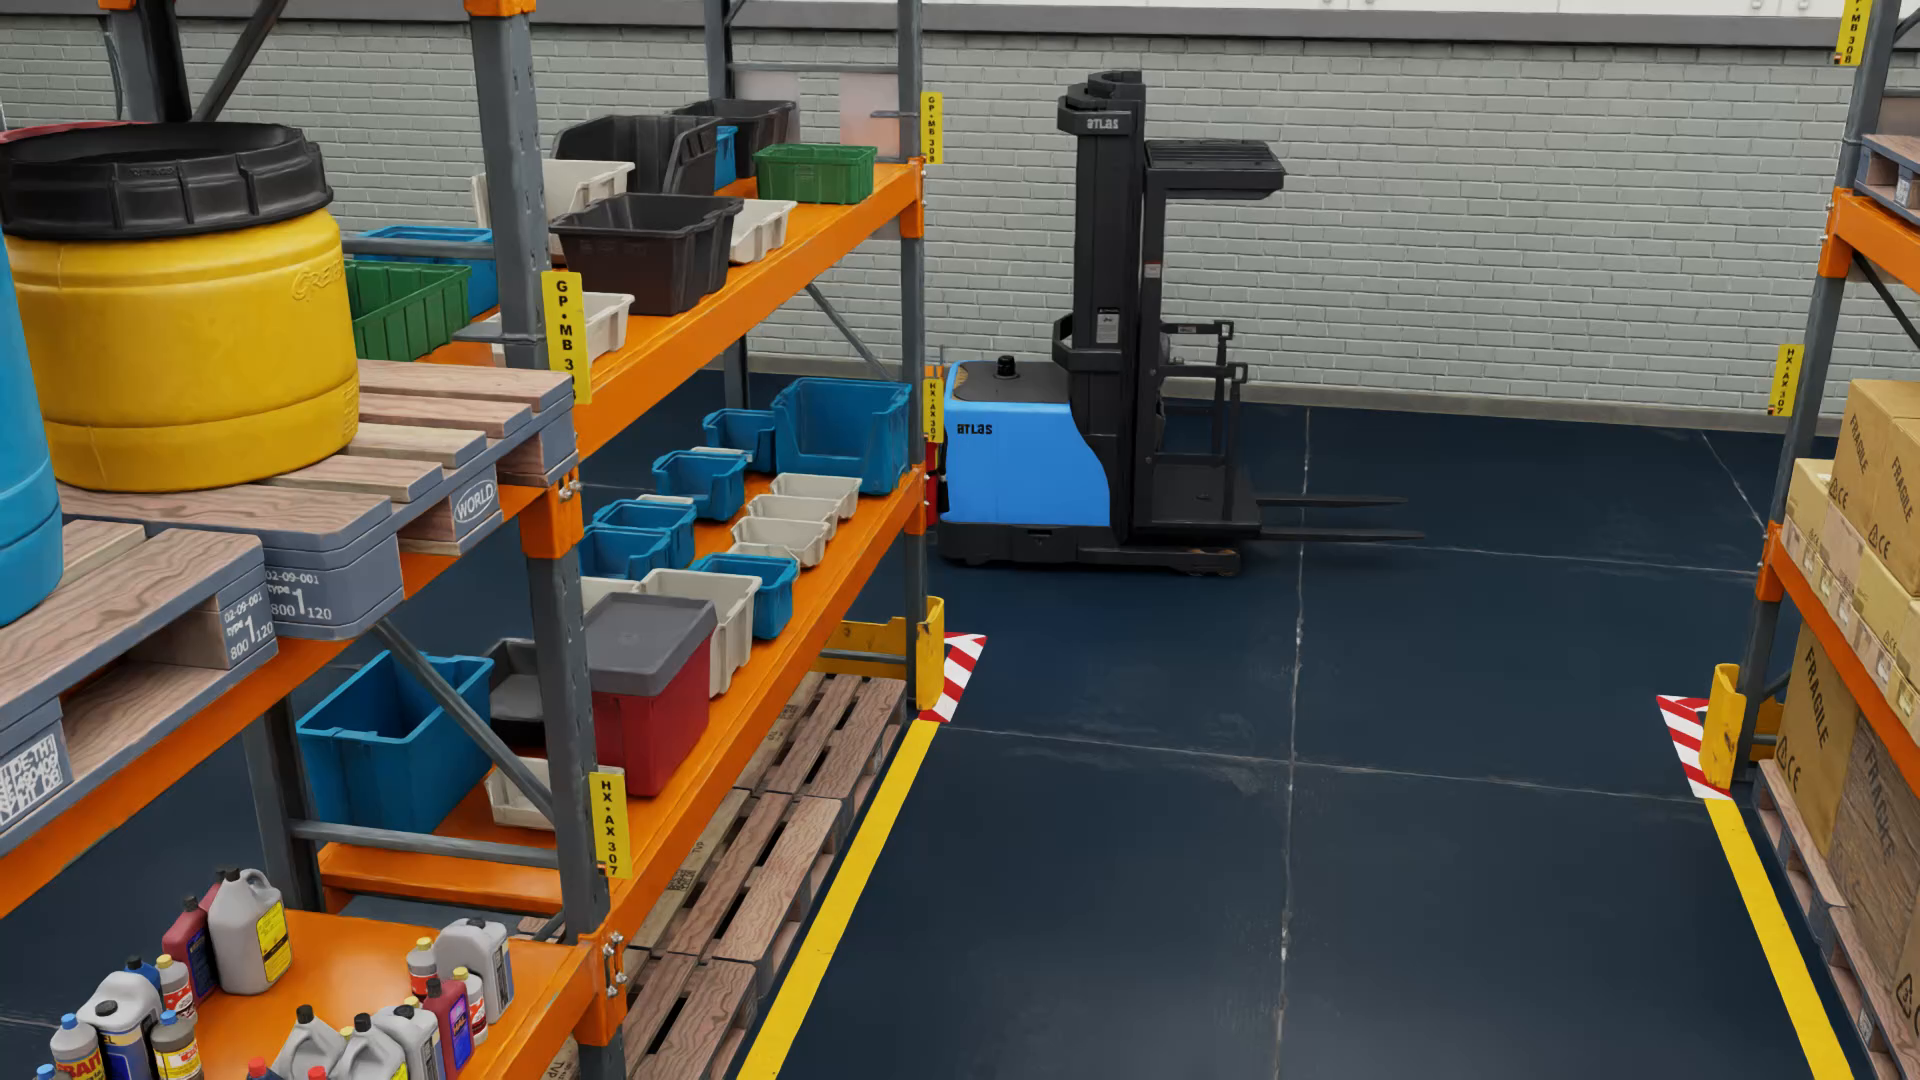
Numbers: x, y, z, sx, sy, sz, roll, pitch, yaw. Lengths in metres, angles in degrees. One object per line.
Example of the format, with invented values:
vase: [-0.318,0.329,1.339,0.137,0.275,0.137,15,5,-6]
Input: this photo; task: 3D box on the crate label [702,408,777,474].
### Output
crate label: [-1.046,-0.482,8.179,0.416,0.233,0.303,4,22,11]

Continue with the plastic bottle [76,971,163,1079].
plastic bottle: [-2.031,1.197,4.031,0.152,0.276,0.135,4,22,11]

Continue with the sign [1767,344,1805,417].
sign: [3.634,-0.702,7.317,0.100,0.325,0.005,4,22,11]

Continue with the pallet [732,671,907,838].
pallet: [-0.879,0.995,8.100,1.003,0.211,1.213,4,22,11]

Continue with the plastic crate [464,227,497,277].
plastic crate: [-1.602,-0.897,5.404,0.293,0.136,0.466,4,22,11]

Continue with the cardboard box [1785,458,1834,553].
cardboard box: [3.814,-0.133,6.971,0.500,0.250,0.500,4,22,9]

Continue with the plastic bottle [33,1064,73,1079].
plastic bottle: [-2.102,1.308,3.857,0.097,0.201,0.097,0,22,0]

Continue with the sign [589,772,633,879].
sign: [-0.951,0.780,4.531,0.100,0.325,0.005,4,22,11]

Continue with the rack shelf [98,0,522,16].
rack shelf: [-1.897,-0.666,1.961,1.077,0.370,4.000,4,22,11]

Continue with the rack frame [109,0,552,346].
rack frame: [-1.489,-1.917,3.568,1.000,3.000,0.127,4,22,11]

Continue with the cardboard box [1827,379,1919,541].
cardboard box: [3.712,-0.298,6.377,0.500,0.500,0.500,4,22,10]

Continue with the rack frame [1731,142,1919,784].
rack frame: [4.176,-0.220,7.383,1.000,3.000,0.127,4,22,11]

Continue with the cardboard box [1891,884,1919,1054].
cardboard box: [3.756,1.470,5.471,0.875,0.875,0.875,4,22,11]

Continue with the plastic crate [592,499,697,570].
plastic crate: [-1.314,-0.001,6.983,0.416,0.233,0.300,4,22,11]

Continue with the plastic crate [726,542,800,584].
plastic crate: [-0.810,0.128,6.794,0.298,0.136,0.250,4,22,11]

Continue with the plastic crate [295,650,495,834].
plastic crate: [-1.728,0.649,5.169,0.392,0.384,0.575,4,22,11]

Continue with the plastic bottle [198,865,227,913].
plastic bottle: [-1.982,1.022,4.458,0.061,0.283,0.133,4,22,11]

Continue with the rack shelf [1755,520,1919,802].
rack shelf: [3.768,0.846,5.702,1.077,0.370,4.000,4,22,11]

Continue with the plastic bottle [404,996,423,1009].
plastic bottle: [-1.337,1.215,4.087,0.097,0.201,0.097,0,22,0]

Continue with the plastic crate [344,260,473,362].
plastic crate: [-1.699,-0.605,4.610,0.450,0.188,0.662,4,22,11]

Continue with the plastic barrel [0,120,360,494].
plastic barrel: [-1.477,-0.458,3.147,0.600,0.588,0.600,0,22,0]

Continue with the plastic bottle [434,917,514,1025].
plastic bottle: [-1.253,1.092,4.293,0.152,0.276,0.135,4,22,11]

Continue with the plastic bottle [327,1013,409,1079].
plastic bottle: [-1.356,1.250,3.801,0.144,0.351,0.185,4,22,11]

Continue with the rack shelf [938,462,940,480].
rack shelf: [-0.246,-0.377,10.895,0.258,0.148,0.480,1,22,4]

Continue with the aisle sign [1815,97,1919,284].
aisle sign: [3.897,-1.475,7.020,0.394,0.787,0.004,4,22,11]

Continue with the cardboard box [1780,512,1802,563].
cardboard box: [3.780,0.002,7.170,0.380,0.149,0.250,5,22,12]

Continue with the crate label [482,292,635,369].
crate label: [-1.106,-0.560,4.567,0.293,0.136,0.466,4,22,11]

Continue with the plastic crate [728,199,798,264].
plastic crate: [-0.852,-1.092,5.886,0.437,0.136,0.530,4,22,11]

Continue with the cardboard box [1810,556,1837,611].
cardboard box: [3.678,0.189,6.705,0.380,0.149,0.250,4,22,10]

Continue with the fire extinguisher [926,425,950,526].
fire extinguisher: [-0.197,-0.409,8.456,0.296,0.674,0.183,4,22,11]

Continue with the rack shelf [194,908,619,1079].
rack shelf: [-1.897,1.931,3.007,1.077,0.370,4.000,4,22,11]

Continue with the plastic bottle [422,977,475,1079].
plastic bottle: [-1.256,1.177,4.073,0.061,0.283,0.133,4,22,11]

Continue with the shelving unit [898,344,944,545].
shelving unit: [-0.247,-0.624,10.796,0.258,1.200,0.503,1,22,4]

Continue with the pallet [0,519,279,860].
pallet: [-1.782,0.271,2.403,1.003,0.211,1.213,4,22,11]

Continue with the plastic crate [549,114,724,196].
plastic crate: [-1.254,-1.422,6.437,0.504,0.338,0.767,4,22,11]

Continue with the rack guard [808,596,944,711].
rack guard: [-0.681,0.553,8.812,1.175,0.500,0.348,4,22,11]

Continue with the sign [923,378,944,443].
sign: [-0.131,-0.637,8.201,0.100,0.325,0.005,4,22,11]

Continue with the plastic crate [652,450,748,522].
plastic crate: [-1.180,-0.241,7.581,0.416,0.233,0.300,4,22,11]

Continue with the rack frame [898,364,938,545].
rack frame: [-0.263,-0.533,10.570,0.240,1.200,0.015,1,22,4]

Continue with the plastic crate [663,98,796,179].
plastic crate: [-1.024,-1.808,7.488,0.497,0.269,0.590,4,22,11]

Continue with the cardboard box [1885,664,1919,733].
cardboard box: [3.468,0.564,5.773,0.380,0.149,0.250,4,22,10]

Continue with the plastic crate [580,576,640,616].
plastic crate: [-1.428,0.301,6.365,0.293,0.136,0.466,4,22,11]

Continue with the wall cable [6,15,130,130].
wall cable: [-8.868,-4.736,14.724,3.097,2.526,0.112,4,22,11]

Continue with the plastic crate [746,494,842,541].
plastic crate: [-0.735,-0.086,7.324,0.396,0.136,0.243,4,22,11]

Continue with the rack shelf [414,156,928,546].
rack shelf: [-1.081,-0.923,6.079,1.077,0.370,4.000,4,22,11]

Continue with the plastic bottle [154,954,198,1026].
plastic bottle: [-2.014,1.152,4.244,0.097,0.201,0.097,0,22,0]

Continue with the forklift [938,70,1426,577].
forklift: [1.404,-1.336,10.249,3.031,2.935,1.130,1,22,4]

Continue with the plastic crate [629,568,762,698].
plastic crate: [-0.997,0.349,6.051,0.437,0.282,0.530,4,22,11]

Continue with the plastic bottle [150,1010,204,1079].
plastic bottle: [-1.905,1.235,4.039,0.097,0.201,0.097,0,22,0]

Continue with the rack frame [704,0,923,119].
rack frame: [-0.673,-3.380,7.200,1.000,3.000,0.127,4,22,11]

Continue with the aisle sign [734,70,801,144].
aisle sign: [-0.949,-1.852,7.957,0.394,0.787,0.004,4,22,11]

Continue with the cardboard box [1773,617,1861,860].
cardboard box: [4.124,0.811,7.106,0.875,0.875,0.875,4,22,11]

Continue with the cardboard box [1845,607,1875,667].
cardboard box: [3.573,0.378,6.237,0.380,0.149,0.250,4,22,10]

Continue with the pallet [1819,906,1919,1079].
pallet: [3.838,1.817,6.059,1.003,0.211,1.213,4,22,11]

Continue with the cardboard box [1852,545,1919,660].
cardboard box: [3.608,0.241,6.042,0.500,0.250,0.500,4,22,9]

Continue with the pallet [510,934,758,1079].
pallet: [-1.377,1.887,5.885,1.003,0.211,1.213,4,22,11]

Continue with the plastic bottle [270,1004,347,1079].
plastic bottle: [-1.497,1.239,3.828,0.144,0.351,0.185,4,22,11]
